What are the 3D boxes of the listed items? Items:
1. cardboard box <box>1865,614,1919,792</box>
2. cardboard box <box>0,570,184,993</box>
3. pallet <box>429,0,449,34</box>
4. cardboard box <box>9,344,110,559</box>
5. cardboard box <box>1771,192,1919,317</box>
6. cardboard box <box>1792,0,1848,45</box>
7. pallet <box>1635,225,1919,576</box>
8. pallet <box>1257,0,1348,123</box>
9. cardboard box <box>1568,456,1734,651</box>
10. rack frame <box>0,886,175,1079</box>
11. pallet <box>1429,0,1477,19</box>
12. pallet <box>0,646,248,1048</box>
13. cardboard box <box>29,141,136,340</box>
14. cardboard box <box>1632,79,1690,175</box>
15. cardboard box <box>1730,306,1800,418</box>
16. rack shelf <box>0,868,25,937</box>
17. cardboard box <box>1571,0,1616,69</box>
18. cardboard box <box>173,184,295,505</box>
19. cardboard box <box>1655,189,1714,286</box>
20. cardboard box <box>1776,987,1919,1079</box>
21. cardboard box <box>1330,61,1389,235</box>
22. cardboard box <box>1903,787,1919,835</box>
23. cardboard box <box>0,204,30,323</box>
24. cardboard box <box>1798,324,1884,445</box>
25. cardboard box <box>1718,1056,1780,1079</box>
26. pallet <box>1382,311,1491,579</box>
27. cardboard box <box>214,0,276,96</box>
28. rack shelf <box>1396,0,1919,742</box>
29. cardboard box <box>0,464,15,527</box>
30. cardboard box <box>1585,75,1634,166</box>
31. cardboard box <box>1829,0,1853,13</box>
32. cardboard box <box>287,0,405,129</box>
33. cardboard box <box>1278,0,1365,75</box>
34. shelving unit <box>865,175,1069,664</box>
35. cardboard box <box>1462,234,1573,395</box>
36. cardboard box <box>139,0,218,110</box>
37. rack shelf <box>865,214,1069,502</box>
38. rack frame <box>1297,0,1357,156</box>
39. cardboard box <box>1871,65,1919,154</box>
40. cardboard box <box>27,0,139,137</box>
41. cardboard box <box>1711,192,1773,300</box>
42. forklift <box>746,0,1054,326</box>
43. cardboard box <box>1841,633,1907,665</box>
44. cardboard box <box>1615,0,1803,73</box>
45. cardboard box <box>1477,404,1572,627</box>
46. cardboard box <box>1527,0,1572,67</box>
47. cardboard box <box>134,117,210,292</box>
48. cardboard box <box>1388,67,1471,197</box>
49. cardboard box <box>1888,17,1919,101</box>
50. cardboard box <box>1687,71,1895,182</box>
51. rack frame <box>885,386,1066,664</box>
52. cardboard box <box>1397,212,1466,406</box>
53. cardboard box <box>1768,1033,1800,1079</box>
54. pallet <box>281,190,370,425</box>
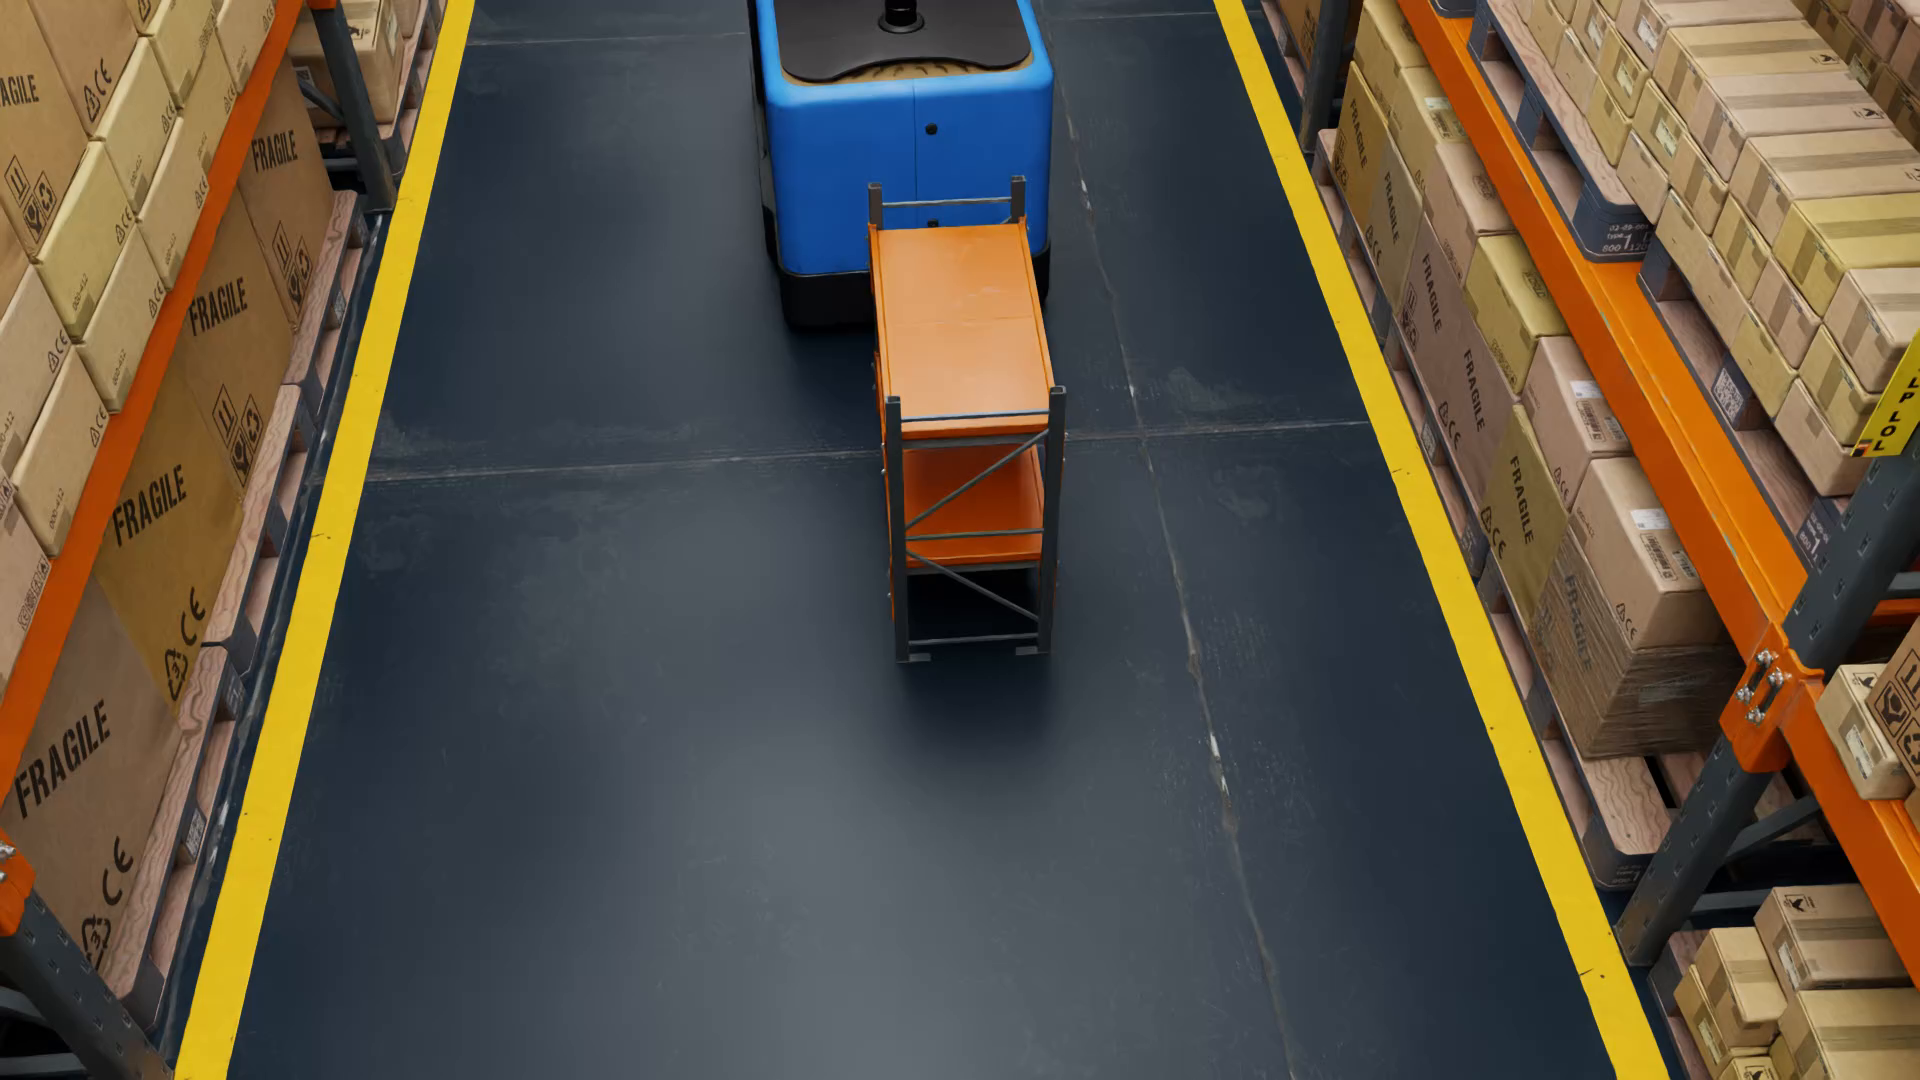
[{"bbox_3d":[2.141,0.321,3.106,0.500,0.500,0.500,-4,47,-4],"label":"cardboard box"},{"bbox_3d":[-2.706,0.601,4.289,0.875,0.875,0.875,-2,47,-2],"label":"cardboard box"},{"bbox_3d":[-3.072,-2.923,8.373,1.003,0.211,1.213,-3,47,-3],"label":"pallet"},{"bbox_3d":[-2.393,-0.199,3.976,0.500,0.250,0.500,-5,47,-4],"label":"cardboard box"},{"bbox_3d":[2.099,-0.651,3.775,0.380,0.149,0.250,-5,47,-4],"label":"cardboard box"},{"bbox_3d":[2.643,-1.521,4.803,0.380,0.149,0.250,-4,47,-4],"label":"cardboard box"},{"bbox_3d":[2.431,-0.412,4.206,1.003,0.211,1.213,-3,47,-3],"label":"pallet"},{"bbox_3d":[2.024,-2.426,7.902,1.003,0.211,1.213,-3,47,-3],"label":"pallet"},{"bbox_3d":[2.036,0.018,4.583,0.500,0.250,0.500,-5,47,-4],"label":"cardboard box"},{"bbox_3d":[-2.574,0.458,3.250,1.000,3.000,0.127,-3,47,-3],"label":"rack frame"},{"bbox_3d":[2.181,-2.235,5.933,1.213,0.211,1.003,-3,47,-3],"label":"pallet"},{"bbox_3d":[-2.714,0.863,4.787,1.003,0.211,1.213,-3,47,-3],"label":"pallet"},{"bbox_3d":[-2.417,-0.740,4.144,0.500,0.250,0.500,-3,47,-3],"label":"cardboard box"},{"bbox_3d":[2.031,-1.108,4.413,0.380,0.149,0.250,-6,47,-5],"label":"cardboard box"},{"bbox_3d":[2.097,-0.437,3.982,0.380,0.149,0.250,-3,47,-3],"label":"cardboard box"},{"bbox_3d":[-2.407,2.152,2.141,1.077,0.370,4.000,-3,47,-3],"label":"rack shelf"},{"bbox_3d":[1.991,-1.482,4.766,0.380,0.149,0.250,-2,47,-2],"label":"cardboard box"},{"bbox_3d":[-2.863,-0.699,5.521,0.875,0.875,0.875,-3,47,-3],"label":"cardboard box"},{"bbox_3d":[2.058,-0.799,4.325,0.380,0.149,0.250,-6,47,-5],"label":"cardboard box"},{"bbox_3d":[2.137,1.180,3.831,0.380,0.149,0.250,-1,47,-1],"label":"cardboard box"},{"bbox_3d":[1.820,-1.568,6.601,0.500,0.500,0.500,-5,47,-5],"label":"cardboard box"},{"bbox_3d":[2.143,0.578,3.310,0.380,0.149,0.250,-2,47,-2],"label":"cardboard box"},{"bbox_3d":[-2.395,-0.622,3.516,0.500,0.500,0.500,-4,47,-4],"label":"cardboard box"},{"bbox_3d":[2.120,-0.352,3.696,0.380,0.149,0.250,-2,47,-2],"label":"cardboard box"},{"bbox_3d":[2.083,1.395,4.037,0.380,0.149,0.250,-2,47,-2],"label":"cardboard box"},{"bbox_3d":[2.178,-0.405,5.988,1.003,0.211,1.213,-3,47,-3],"label":"pallet"},{"bbox_3d":[-2.549,-1.666,5.365,0.500,0.250,0.500,-3,47,-3],"label":"cardboard box"},{"bbox_3d":[2.183,-1.116,5.236,1.077,0.370,4.000,-3,47,-3],"label":"rack shelf"},{"bbox_3d":[-2.330,0.002,3.441,0.500,0.250,0.500,-5,47,-4],"label":"cardboard box"},{"bbox_3d":[2.007,-1.192,4.696,0.380,0.149,0.250,-2,47,-2],"label":"cardboard box"},{"bbox_3d":[2.640,-1.622,4.694,0.380,0.149,0.250,-2,47,-2],"label":"cardboard box"},{"bbox_3d":[-2.946,-2.086,7.180,0.950,0.372,0.625,-6,47,-6],"label":"cardboard box"},{"bbox_3d":[2.054,-2.627,7.432,1.050,0.750,0.750,-4,47,-4],"label":"cardboard box"},{"bbox_3d":[0.001,-0.382,5.337,0.538,1.125,1.048,-3,47,-3],"label":"shelving unit"},{"bbox_3d":[1.948,-0.736,5.297,0.500,0.250,0.500,-5,47,-5],"label":"cardboard box"},{"bbox_3d":[-2.505,-1.481,4.846,0.500,0.250,0.500,-5,47,-4],"label":"cardboard box"},{"bbox_3d":[0.001,-0.583,5.124,0.538,0.278,1.000,-3,47,-3],"label":"rack shelf"},{"bbox_3d":[2.015,-2.810,6.345,1.000,3.000,0.127,-3,47,-3],"label":"rack frame"},{"bbox_3d":[2.683,-1.146,4.449,0.380,0.149,0.250,-2,47,-2],"label":"cardboard box"},{"bbox_3d":[-2.484,-1.359,4.214,0.500,0.500,0.500,-4,47,-4],"label":"cardboard box"},{"bbox_3d":[2.079,-0.722,4.047,0.380,0.149,0.250,-2,47,-2],"label":"cardboard box"},{"bbox_3d":[-0.365,-2.916,6.493,1.130,2.935,3.031,-6,47,-5],"label":"forklift"},{"bbox_3d":[2.553,0.248,4.881,0.500,0.500,0.500,-2,47,-2],"label":"cardboard box"},{"bbox_3d":[2.014,-1.400,4.484,0.380,0.149,0.250,-5,47,-5],"label":"cardboard box"},{"bbox_3d":[1.995,-0.092,5.204,0.500,0.500,0.500,-4,47,-4],"label":"cardboard box"},{"bbox_3d":[1.965,-1.573,5.057,0.380,0.149,0.250,-3,47,-3],"label":"cardboard box"},{"bbox_3d":[-2.452,-0.933,4.671,0.500,0.250,0.500,-4,47,-4],"label":"cardboard box"},{"bbox_3d":[1.874,-1.472,5.994,0.500,0.250,0.500,-4,47,-4],"label":"cardboard box"},{"bbox_3d":[2.687,-1.244,4.337,0.380,0.149,0.250,-4,47,-4],"label":"cardboard box"},{"bbox_3d":[2.057,-1.028,4.132,0.380,0.149,0.250,-4,47,-3],"label":"cardboard box"},{"bbox_3d":[0.043,-0.014,4.989,0.500,1.125,0.032,-3,47,-3],"label":"rack frame"},{"bbox_3d":[1.914,-0.833,5.905,0.500,0.500,0.500,-5,47,-4],"label":"cardboard box"},{"bbox_3d":[2.172,1.277,3.944,0.380,0.149,0.250,-3,47,-3],"label":"cardboard box"},{"bbox_3d":[-2.918,-0.902,6.459,1.003,0.211,1.213,-3,47,-3],"label":"pallet"}]
